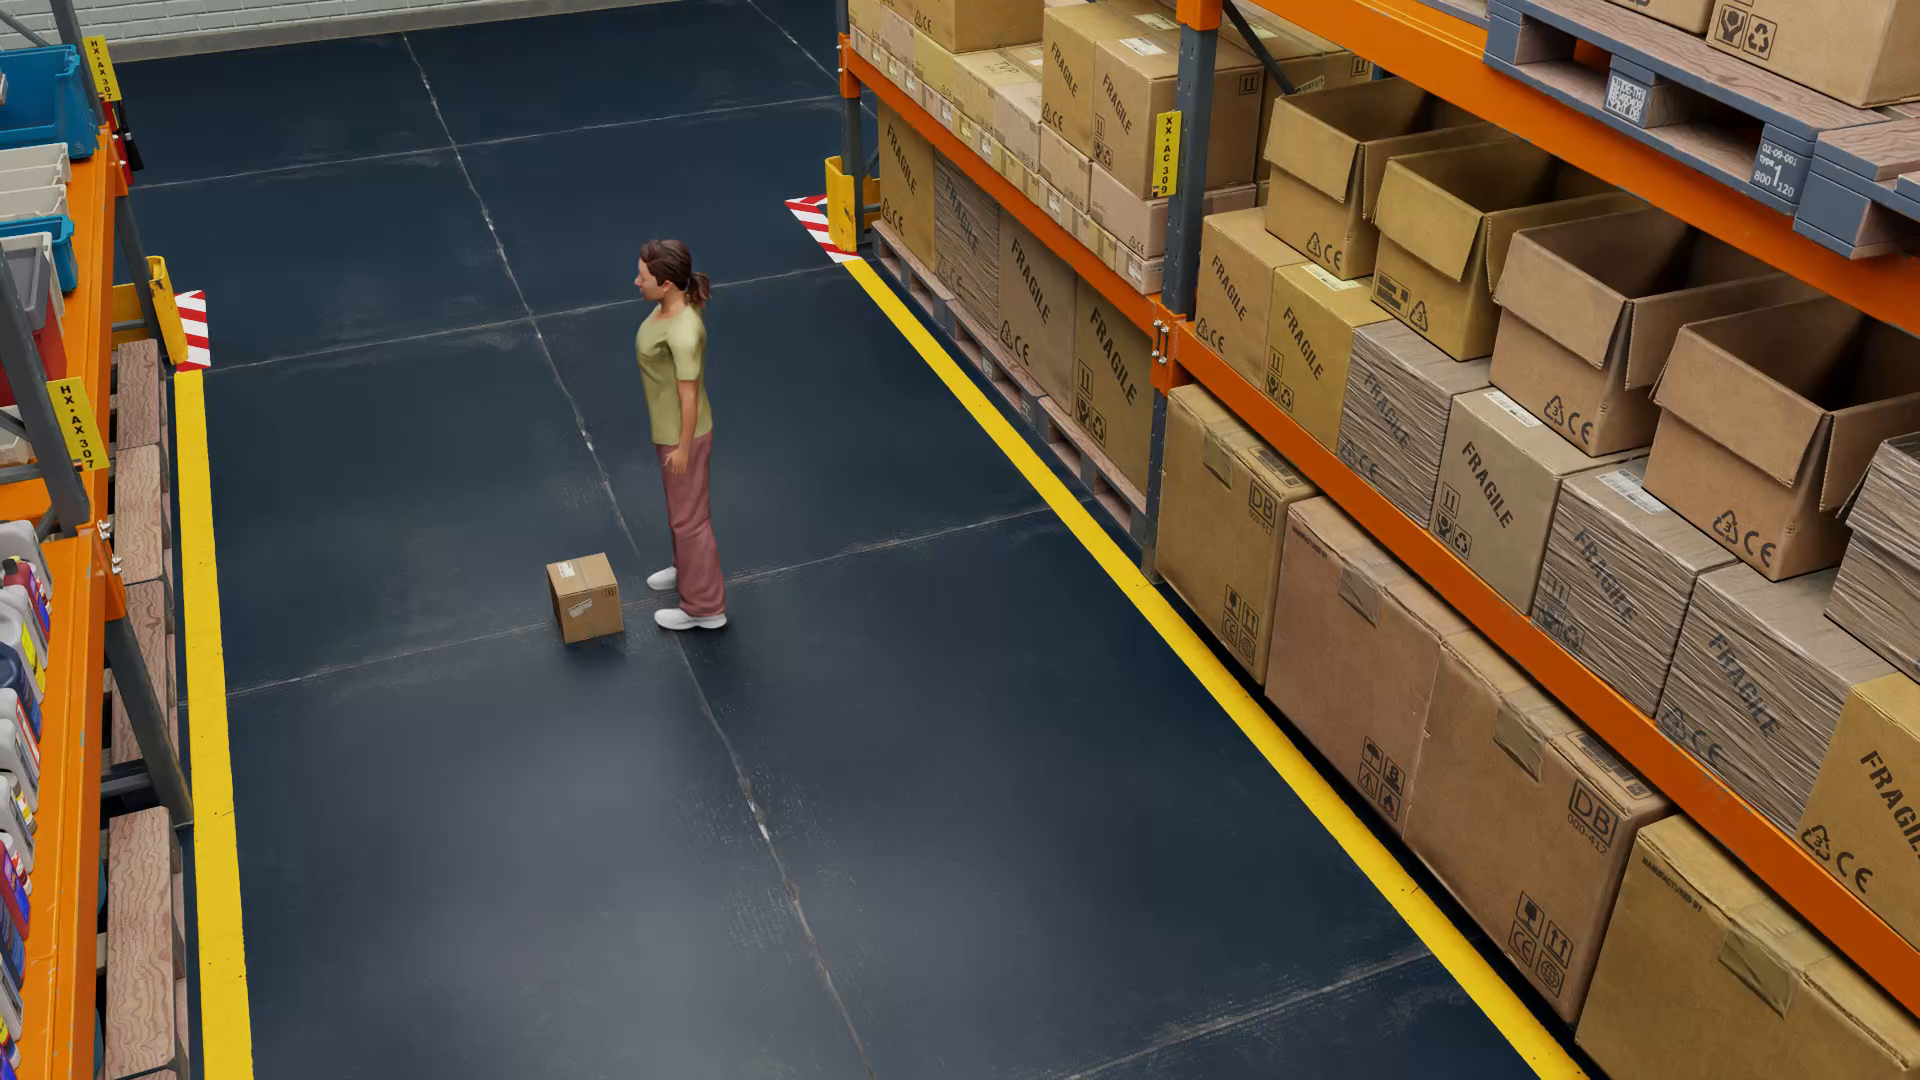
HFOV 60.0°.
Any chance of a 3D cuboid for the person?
[{"bbox_3d":[-1.154,-0.434,6.789,0.396,1.679,0.521,-7,34,-10],"label":"person"}]
